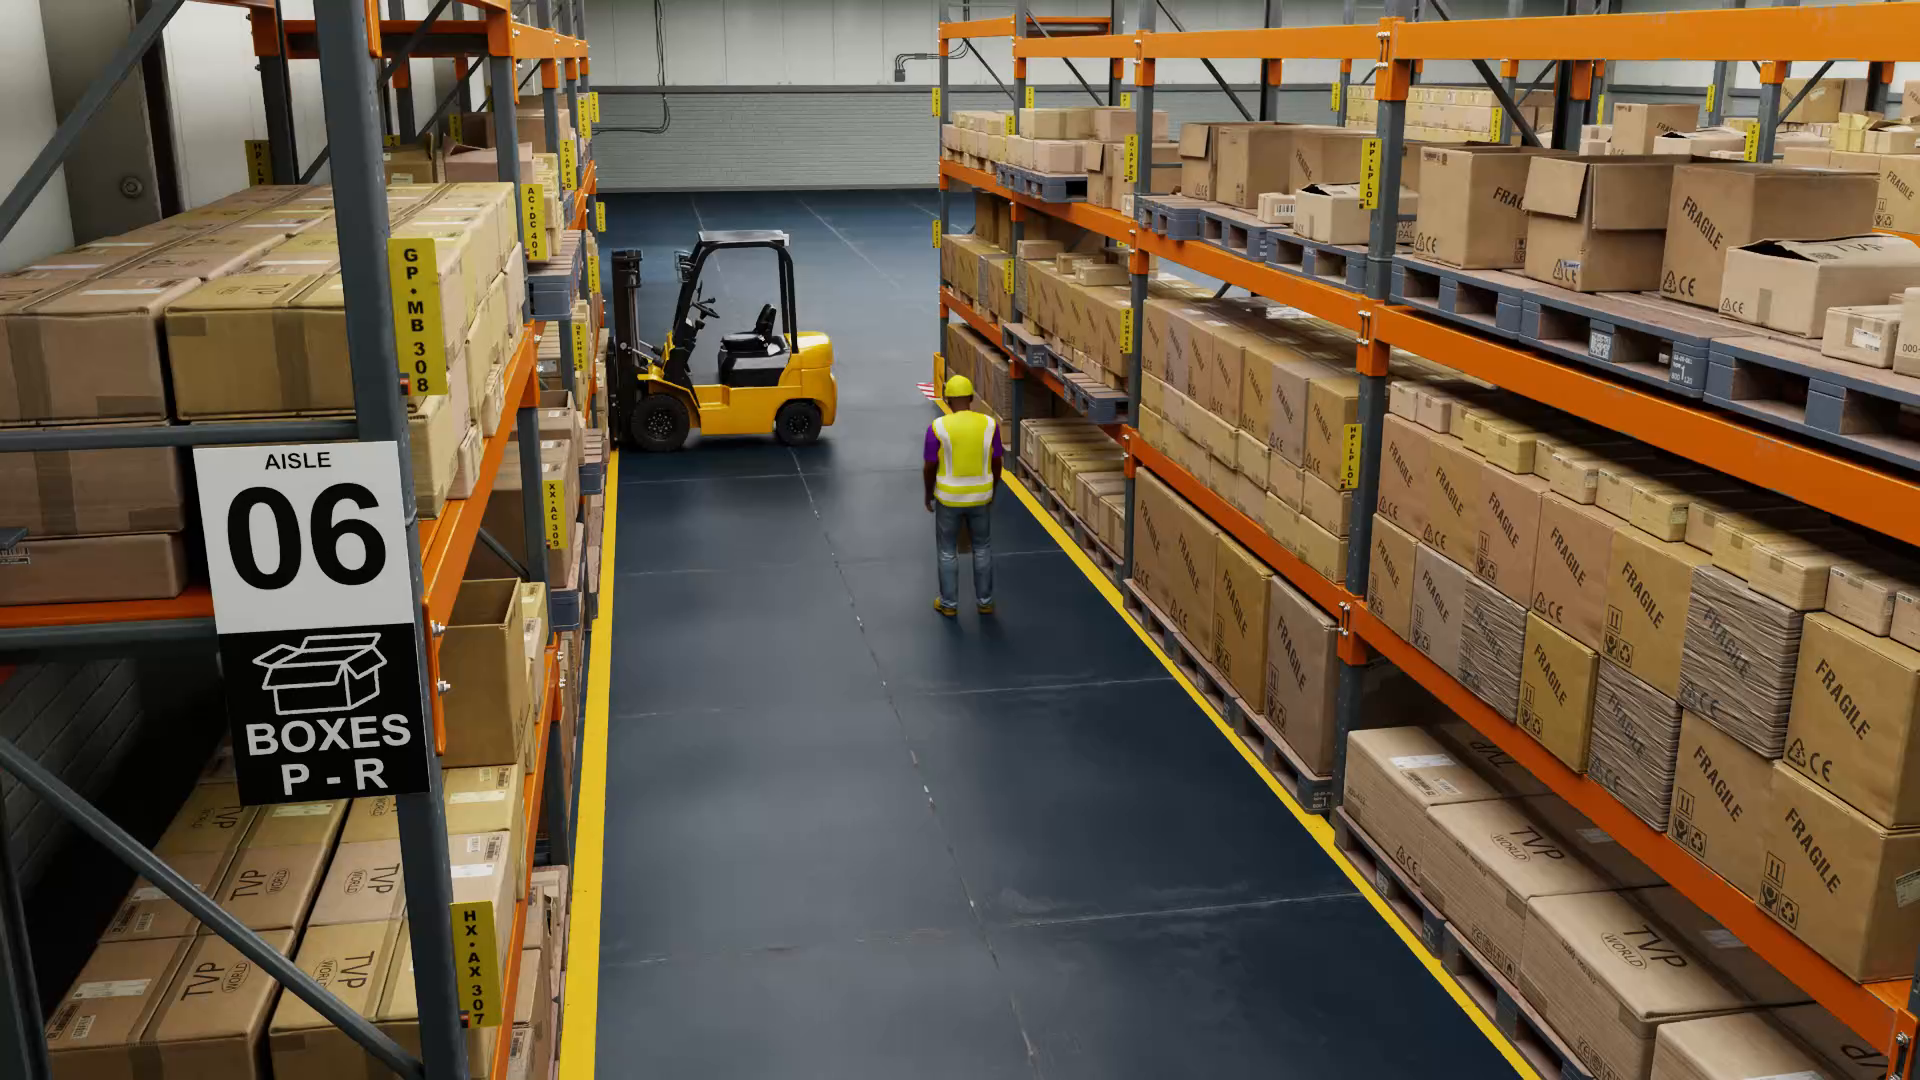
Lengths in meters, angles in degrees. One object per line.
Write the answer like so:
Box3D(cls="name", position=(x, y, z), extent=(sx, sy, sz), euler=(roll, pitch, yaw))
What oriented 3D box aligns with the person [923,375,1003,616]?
Box3D(cls="person", position=(0.018, -0.317, 12.083), extent=(0.589, 1.765, 0.425), euler=(-4, 17, -12))
